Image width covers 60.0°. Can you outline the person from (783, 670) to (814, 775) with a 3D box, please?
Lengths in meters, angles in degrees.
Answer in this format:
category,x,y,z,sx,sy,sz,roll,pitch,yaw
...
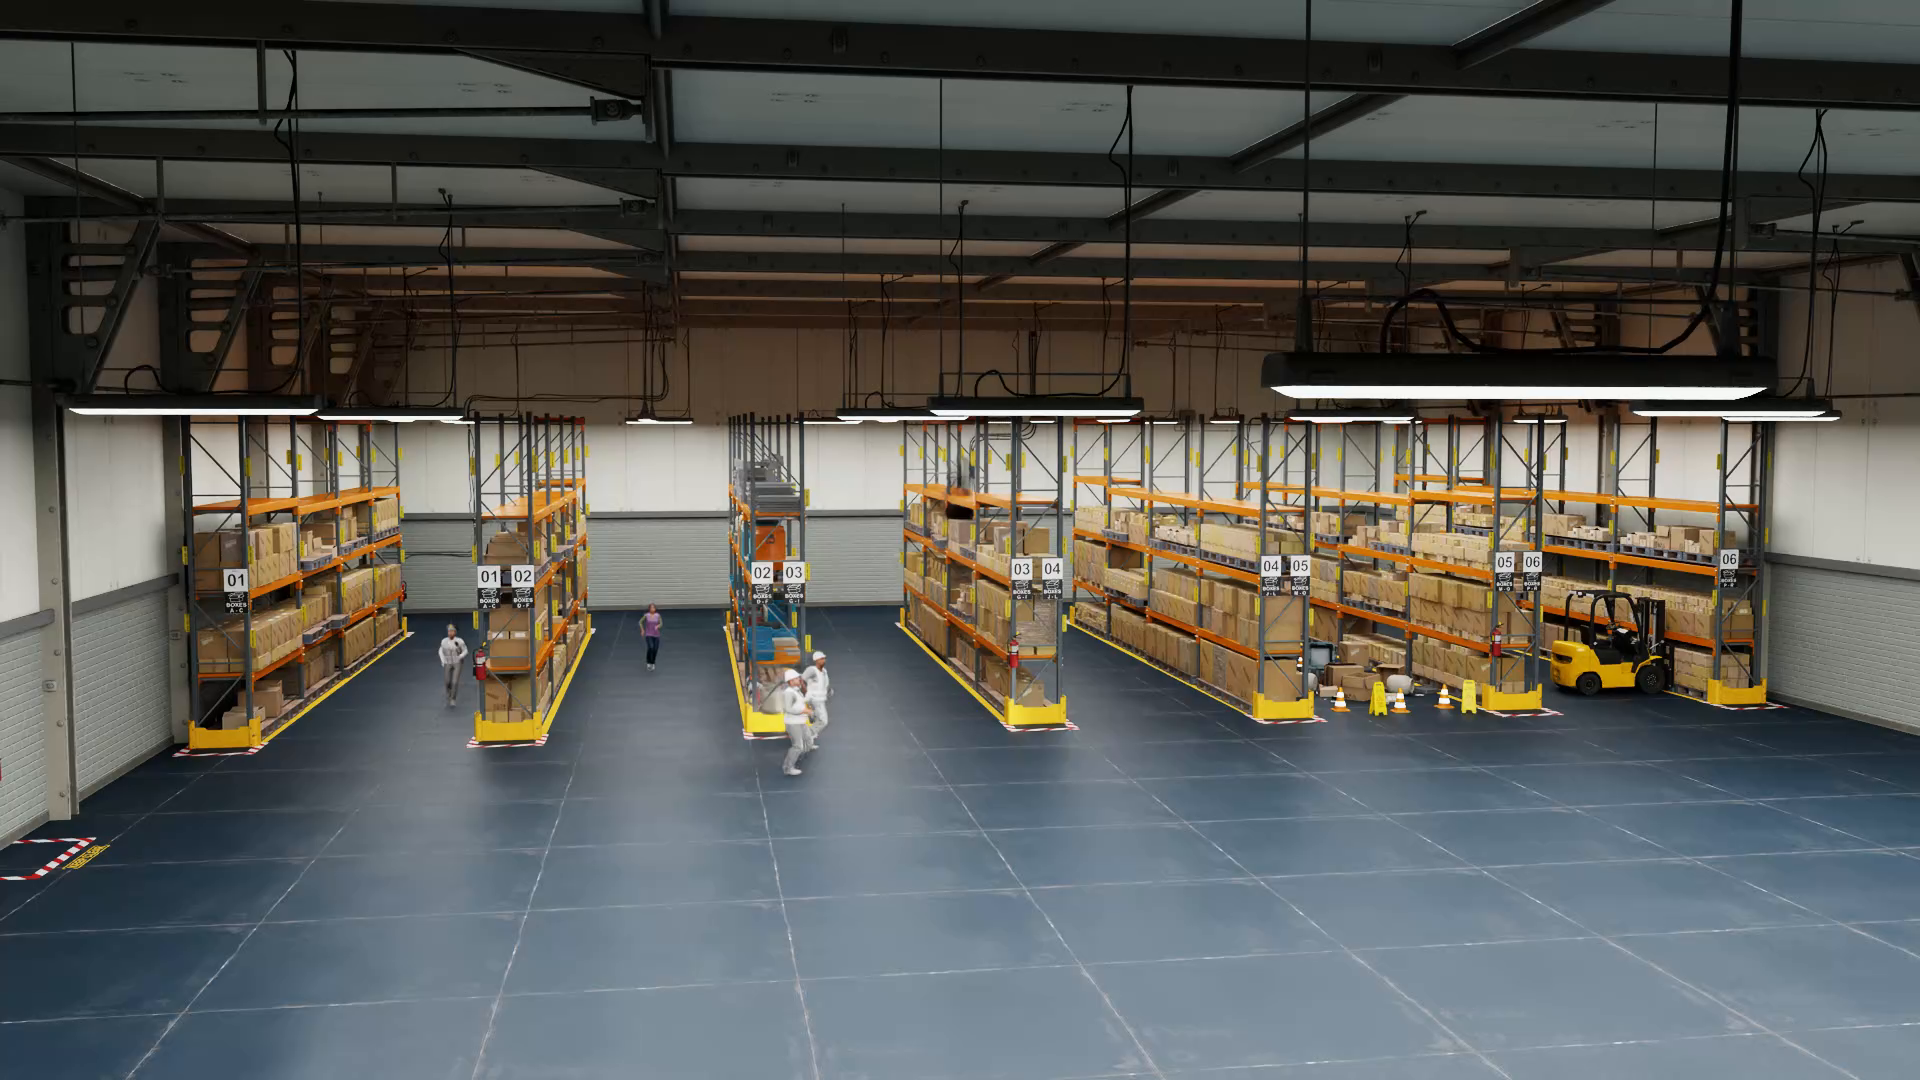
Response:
category,x,y,z,sx,sy,sz,roll,pitch,yaw
person,-2.640,2.987,27.310,0.590,1.727,0.648,1,4,11

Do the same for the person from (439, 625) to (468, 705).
category,x,y,z,sx,sy,sz,roll,pitch,yaw
person,-10.451,2.567,34.293,0.605,1.669,0.569,-1,4,-8

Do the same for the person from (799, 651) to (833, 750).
category,x,y,z,sx,sy,sz,roll,pitch,yaw
person,-2.513,2.845,29.481,0.556,1.738,0.672,1,4,21

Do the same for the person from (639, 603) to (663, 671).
category,x,y,z,sx,sy,sz,roll,pitch,yaw
person,-7.215,2.278,38.965,0.506,1.572,0.656,-2,4,-23
